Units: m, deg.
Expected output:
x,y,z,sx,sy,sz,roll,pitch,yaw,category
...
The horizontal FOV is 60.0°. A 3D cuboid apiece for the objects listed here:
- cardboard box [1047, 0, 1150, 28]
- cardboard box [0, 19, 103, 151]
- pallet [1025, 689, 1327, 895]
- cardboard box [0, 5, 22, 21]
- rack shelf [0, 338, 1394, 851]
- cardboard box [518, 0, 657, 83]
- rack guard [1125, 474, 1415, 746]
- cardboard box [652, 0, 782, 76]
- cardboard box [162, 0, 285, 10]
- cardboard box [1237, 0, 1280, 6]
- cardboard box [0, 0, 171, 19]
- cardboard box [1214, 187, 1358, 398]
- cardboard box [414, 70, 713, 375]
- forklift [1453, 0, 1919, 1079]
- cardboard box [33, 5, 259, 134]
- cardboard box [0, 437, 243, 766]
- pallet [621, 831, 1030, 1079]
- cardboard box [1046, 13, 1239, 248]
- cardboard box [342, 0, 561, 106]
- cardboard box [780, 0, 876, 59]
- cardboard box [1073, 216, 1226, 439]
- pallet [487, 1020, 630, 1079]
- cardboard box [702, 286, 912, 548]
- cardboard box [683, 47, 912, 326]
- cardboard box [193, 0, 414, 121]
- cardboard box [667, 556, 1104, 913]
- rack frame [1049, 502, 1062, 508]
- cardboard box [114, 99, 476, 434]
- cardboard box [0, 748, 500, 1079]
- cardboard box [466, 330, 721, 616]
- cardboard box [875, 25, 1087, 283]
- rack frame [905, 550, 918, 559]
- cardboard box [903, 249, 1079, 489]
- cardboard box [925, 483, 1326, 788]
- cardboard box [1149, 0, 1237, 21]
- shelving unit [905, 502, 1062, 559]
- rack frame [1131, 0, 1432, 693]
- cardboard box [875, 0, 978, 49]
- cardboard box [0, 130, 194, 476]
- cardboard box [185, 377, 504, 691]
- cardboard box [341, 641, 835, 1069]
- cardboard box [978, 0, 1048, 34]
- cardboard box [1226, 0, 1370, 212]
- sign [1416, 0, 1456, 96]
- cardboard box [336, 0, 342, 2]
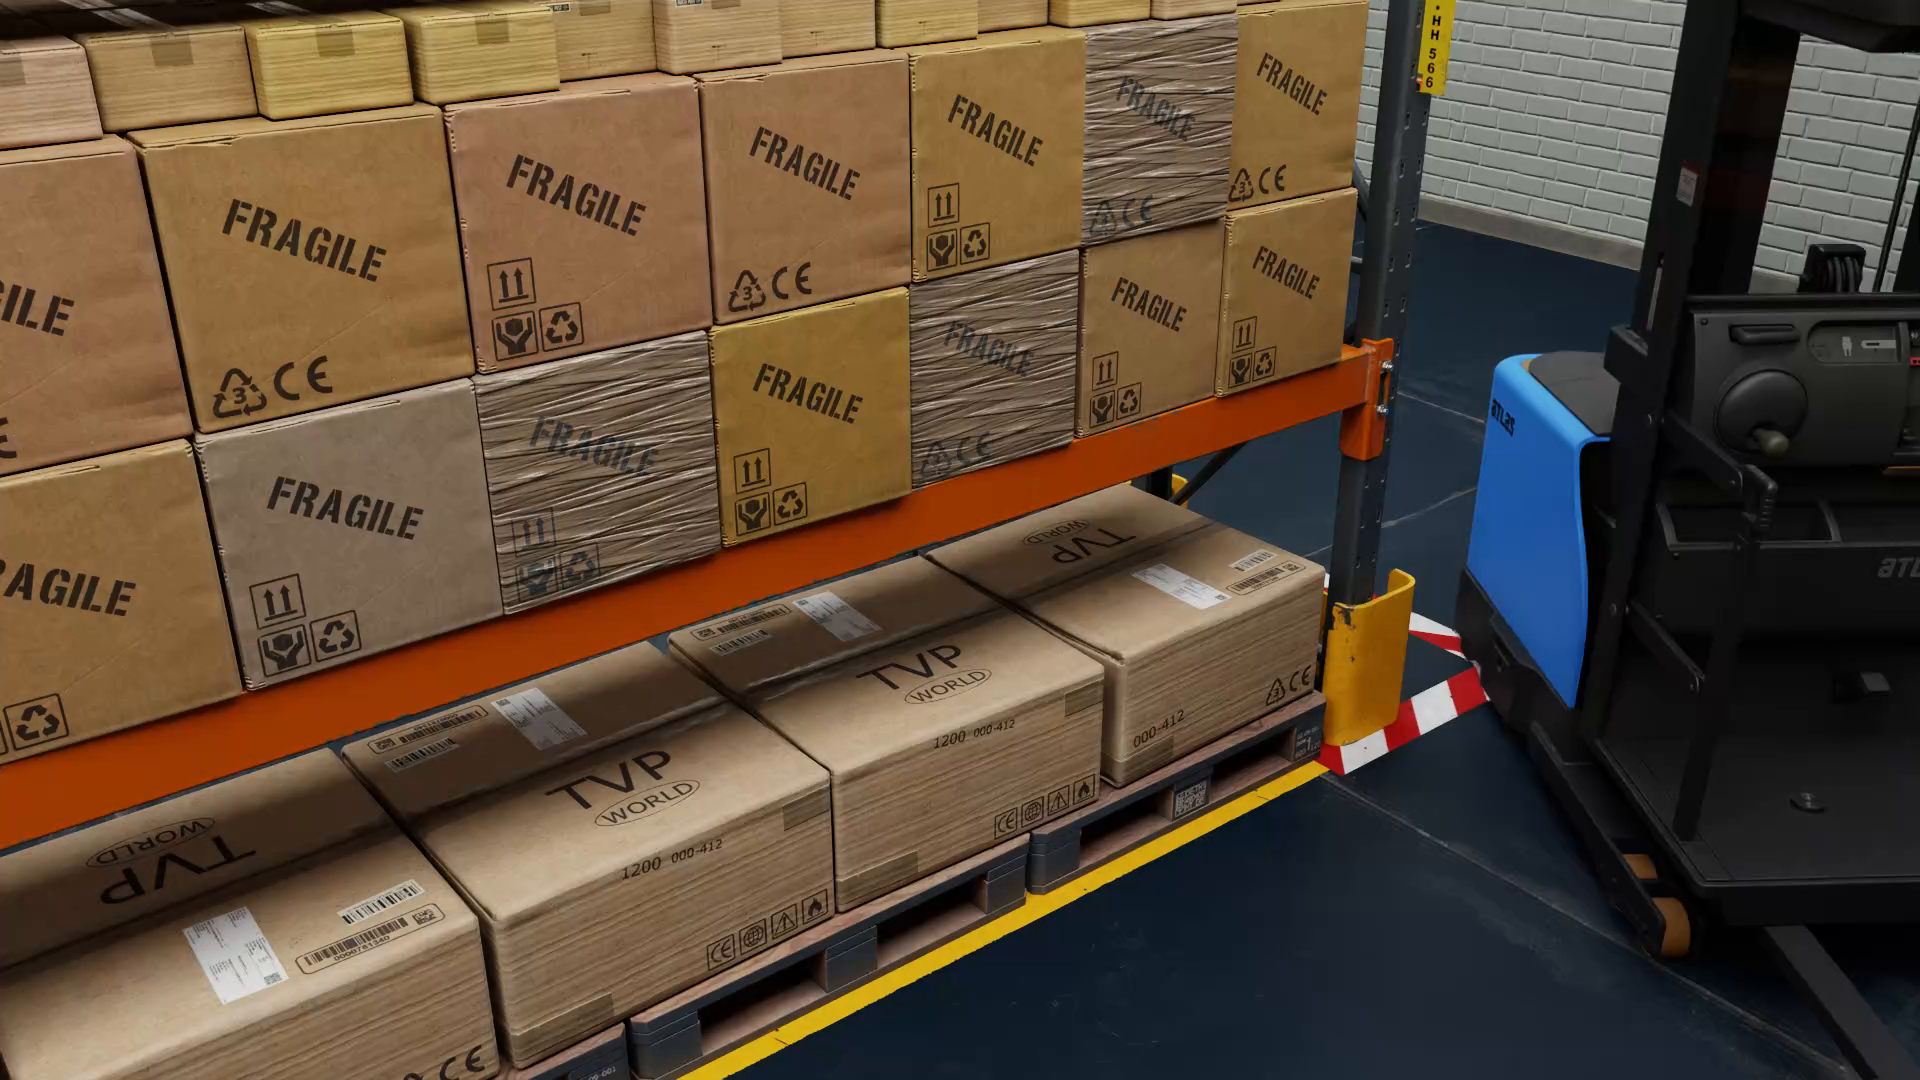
x,y,z,sx,sy,sz,roll,pitch,yaw,category
0.240,-1.333,3.983,0.250,0.149,0.380,-17,30,-33,cardboard box
-1.588,-0.742,2.710,0.250,0.149,0.380,-18,30,-33,cardboard box
0.378,0.578,5.254,1.213,0.211,1.003,-18,31,-34,pallet
-1.868,-0.893,3.033,0.250,0.149,0.380,-17,30,-33,cardboard box
-0.615,-0.075,4.202,4.000,0.370,1.077,-18,31,-34,rack shelf
-0.806,-1.019,3.305,0.250,0.149,0.380,-18,31,-34,cardboard box
0.978,0.207,5.710,0.348,0.500,1.175,-18,31,-34,rack guard
-0.570,-1.060,3.394,0.250,0.149,0.380,-18,30,-34,cardboard box
-1.478,-1.026,3.320,0.250,0.149,0.380,-19,31,-34,cardboard box
0.615,-1.480,4.299,0.250,0.149,0.380,-18,30,-33,cardboard box
-1.666,-0.954,3.165,0.250,0.149,0.380,-18,31,-34,cardboard box
0.743,-0.753,4.690,0.500,0.500,0.500,-18,30,-34,cardboard box
-0.853,-0.682,3.350,0.500,0.500,0.500,-18,30,-33,cardboard box
2.336,-0.366,4.057,1.130,2.935,3.031,-1,25,-2,forklift
-1.413,-0.823,2.883,0.250,0.149,0.380,-19,31,-35,cardboard box
-1.658,0.038,2.986,0.500,0.500,0.500,-17,30,-32,cardboard box
-0.581,0.893,4.575,1.213,0.211,1.003,-18,31,-34,pallet
0.333,-1.070,4.185,0.500,0.500,0.500,-18,30,-34,cardboard box
-0.953,-0.927,3.106,0.250,0.149,0.380,-19,31,-35,cardboard box
-0.388,-1.142,3.571,0.250,0.149,0.380,-17,30,-32,cardboard box
0.339,-0.627,4.420,0.500,0.500,0.500,-19,31,-35,cardboard box
-1.542,1.212,3.888,1.213,0.211,1.003,-18,31,-34,pallet
-0.459,-0.352,3.827,0.500,0.500,0.500,-17,30,-33,cardboard box
-0.455,-0.812,3.631,0.500,0.500,0.500,-19,31,-34,cardboard box
-1.180,-0.867,2.978,0.250,0.149,0.380,-19,31,-34,cardboard box
-0.214,0.496,4.662,0.875,0.438,0.875,-17,30,-33,cardboard box
0.283,-0.774,6.635,0.023,1.500,0.400,-18,31,-34,rack frame
-1.263,-0.553,3.072,0.500,0.500,0.500,-19,31,-35,cardboard box
-1.628,0.963,3.657,0.875,0.438,0.875,-19,31,-35,cardboard box
-0.864,-0.218,3.539,0.500,0.500,0.500,-18,30,-34,cardboard box
-0.058,-0.942,3.911,0.500,0.500,0.500,-18,31,-34,cardboard box
-0.293,-0.583,6.226,0.023,1.500,0.400,-18,31,-34,rack frame
-0.060,-0.491,4.125,0.500,0.500,0.500,-17,30,-33,cardboard box
0.501,0.256,5.180,0.875,0.438,0.875,-19,31,-36,cardboard box
0.464,-1.385,4.095,0.250,0.149,0.380,-19,31,-35,cardboard box
-0.005,-0.679,6.431,0.755,1.500,0.431,-18,31,-34,shelving unit
0.959,-0.920,5.170,0.127,3.000,1.000,-18,31,-34,rack frame
-0.170,-1.204,3.705,0.250,0.149,0.380,-17,30,-33,cardboard box
-1.664,-0.424,2.793,0.500,0.500,0.500,-18,30,-34,cardboard box
-1.259,-0.091,3.265,0.500,0.500,0.500,-18,30,-34,cardboard box
-0.924,0.730,4.159,0.875,0.438,0.875,-19,31,-35,cardboard box
-0.009,-1.289,3.887,0.250,0.149,0.380,-19,31,-34,cardboard box
0.727,-1.215,4.499,0.500,0.500,0.500,-17,30,-32,cardboard box
1.283,-1.370,4.482,0.005,0.325,0.100,-18,31,-34,sign
-1.303,-1.103,3.486,0.250,0.149,0.380,-19,31,-34,cardboard box
